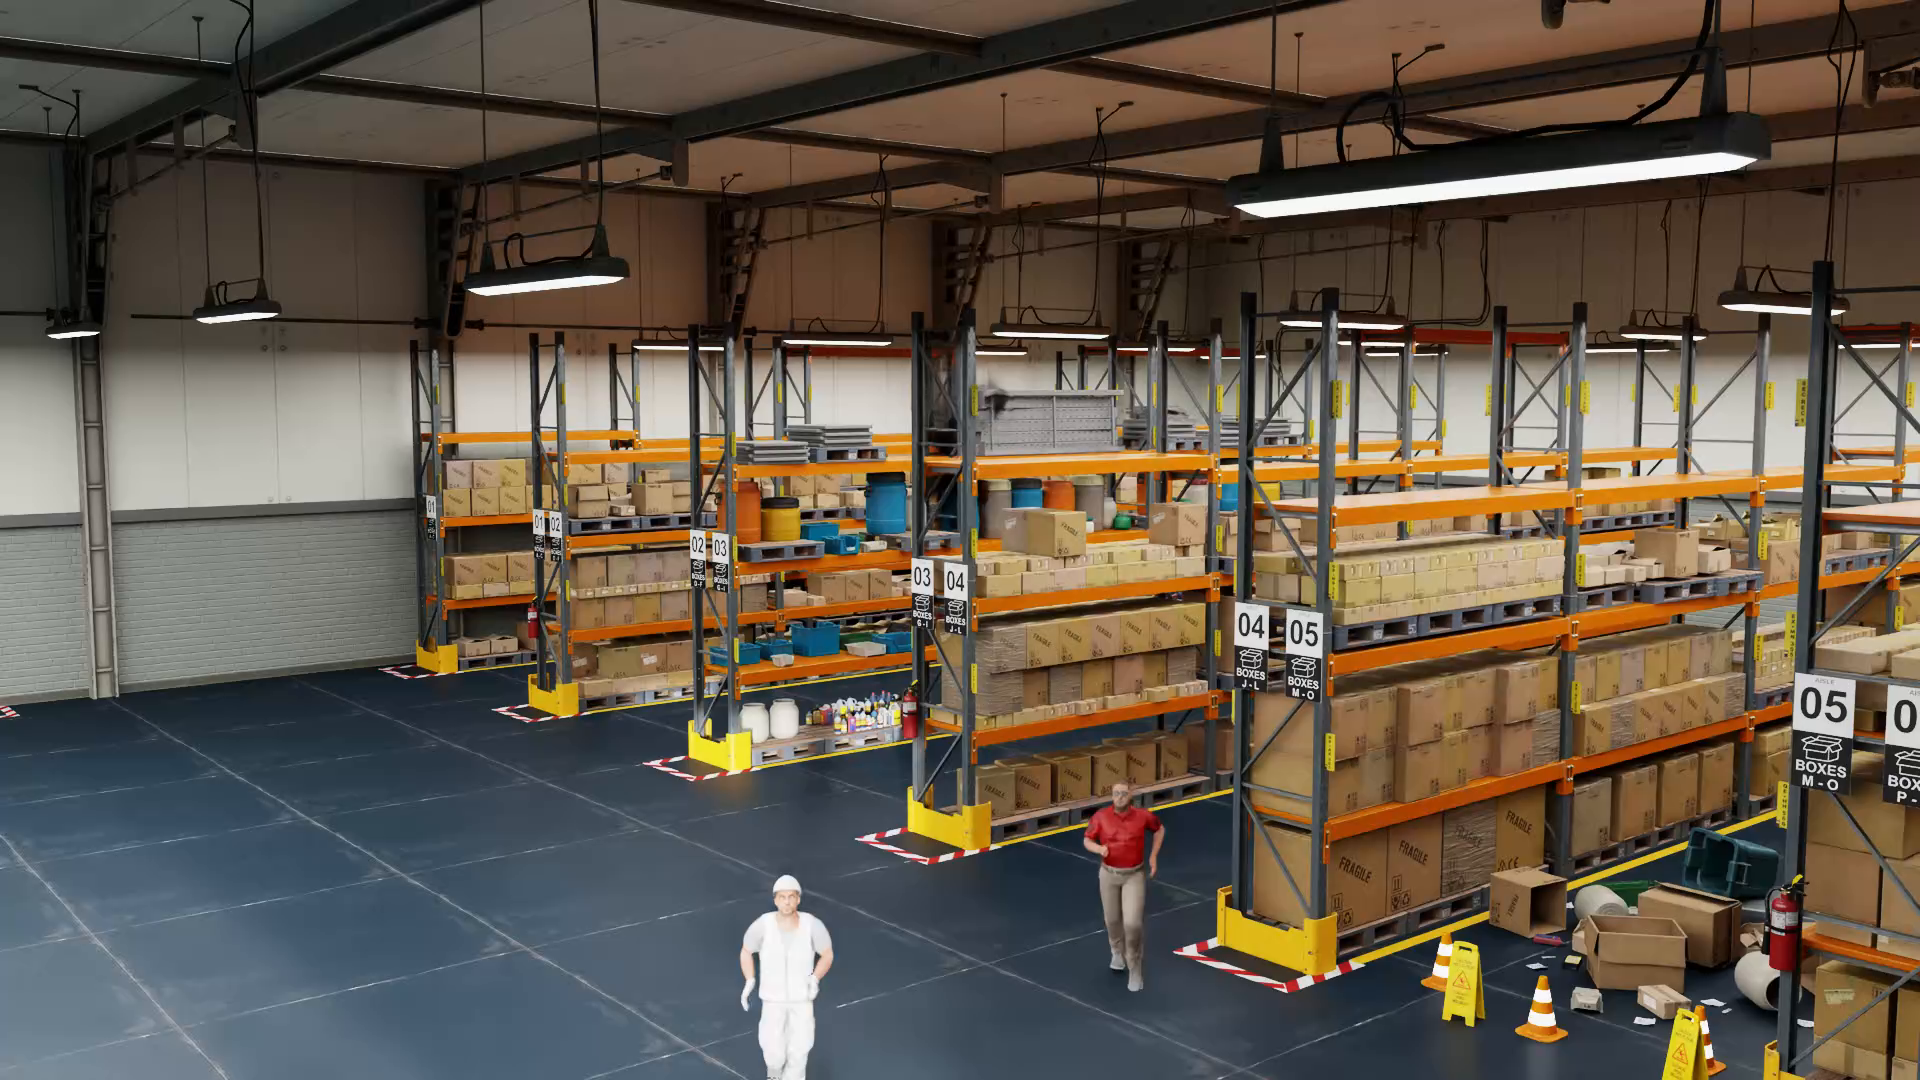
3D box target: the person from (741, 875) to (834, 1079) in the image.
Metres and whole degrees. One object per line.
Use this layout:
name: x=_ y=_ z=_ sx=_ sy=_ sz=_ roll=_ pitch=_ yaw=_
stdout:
person: x=-1.214 y=3.219 z=11.726 sx=0.658 sy=1.738 sz=0.601 roll=-1 pitch=5 yaw=-7

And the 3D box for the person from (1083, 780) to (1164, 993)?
person: x=1.403 y=2.977 z=14.453 sx=0.677 sy=1.794 sz=0.743 roll=1 pitch=5 yaw=14
